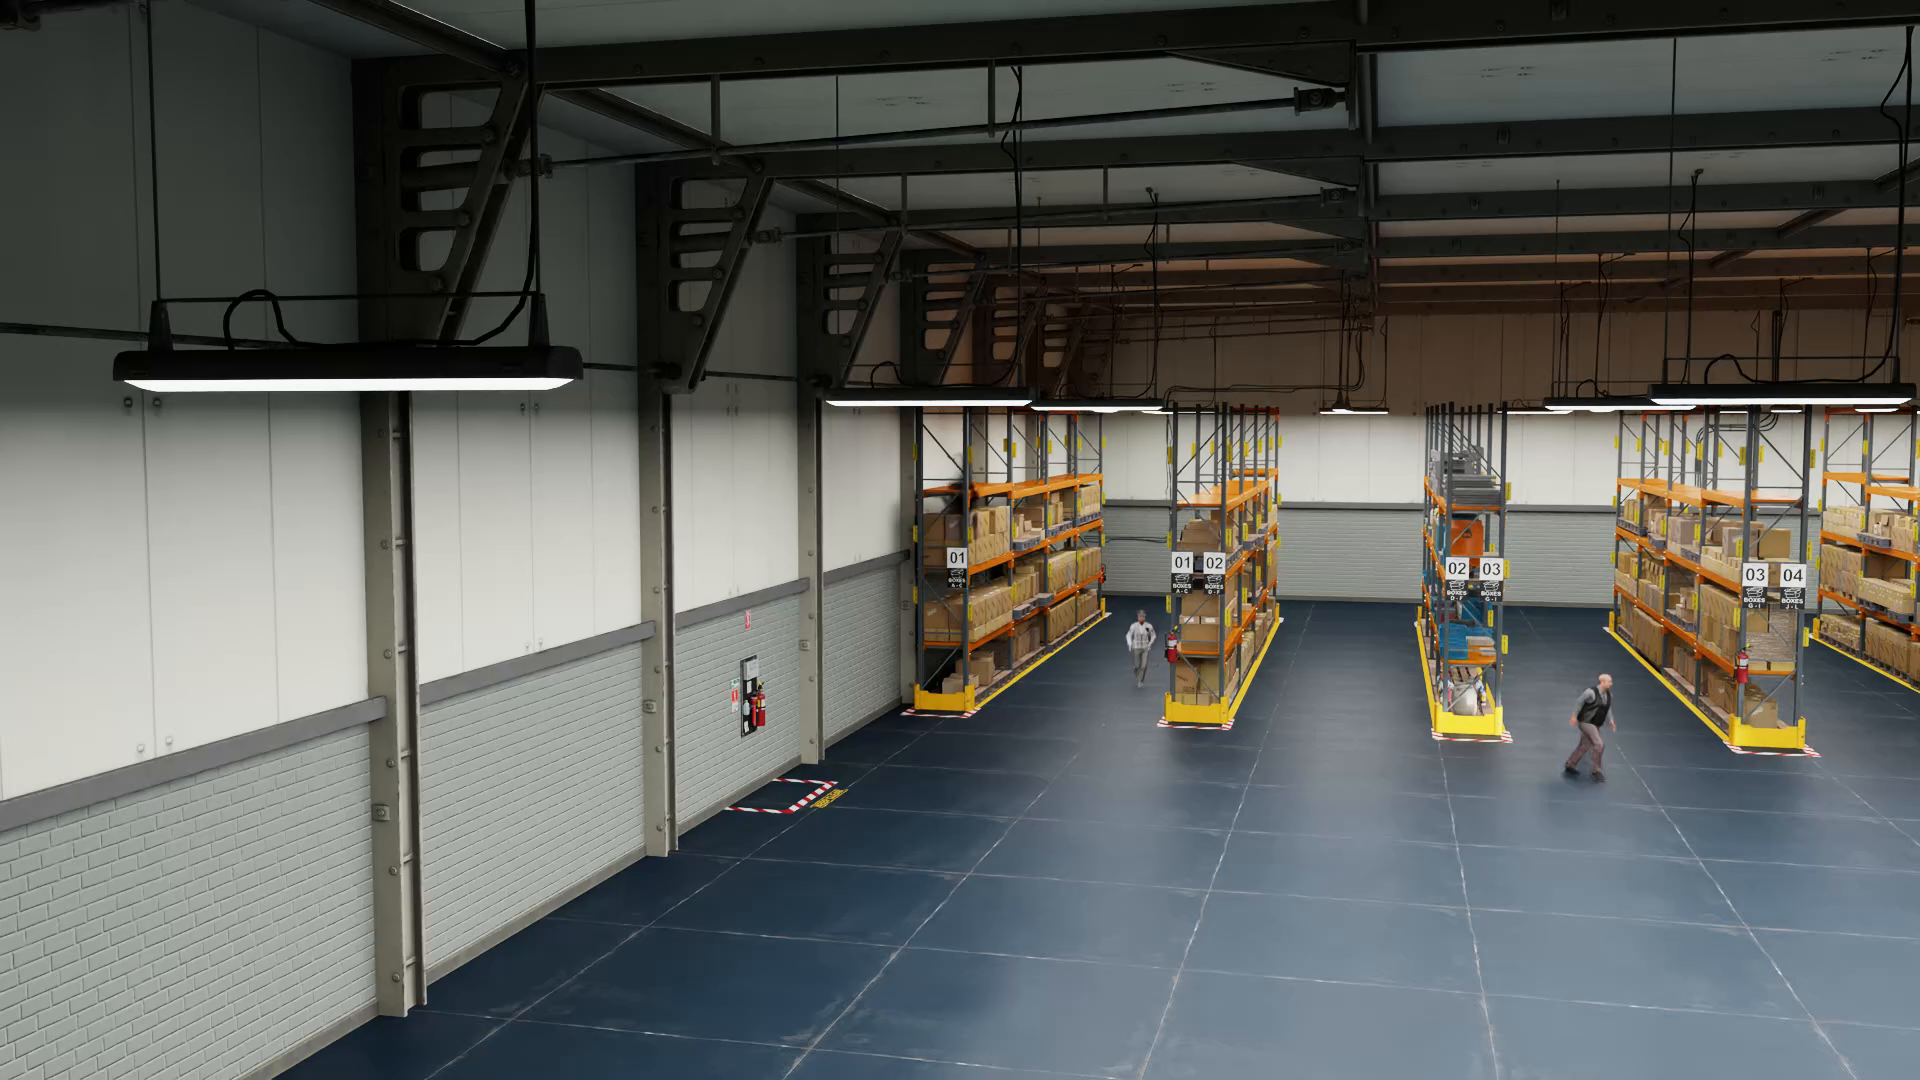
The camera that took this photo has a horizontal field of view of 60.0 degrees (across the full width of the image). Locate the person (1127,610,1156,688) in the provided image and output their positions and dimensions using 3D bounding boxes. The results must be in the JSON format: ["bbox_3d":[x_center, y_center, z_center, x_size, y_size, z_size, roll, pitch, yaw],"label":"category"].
[{"bbox_3d":[3.866,2.301,35.425,0.628,1.653,0.584,0,4,1],"label":"person"}]

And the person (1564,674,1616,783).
[{"bbox_3d":[10.045,2.941,26.451,0.561,1.677,0.793,-3,5,-38],"label":"person"}]
